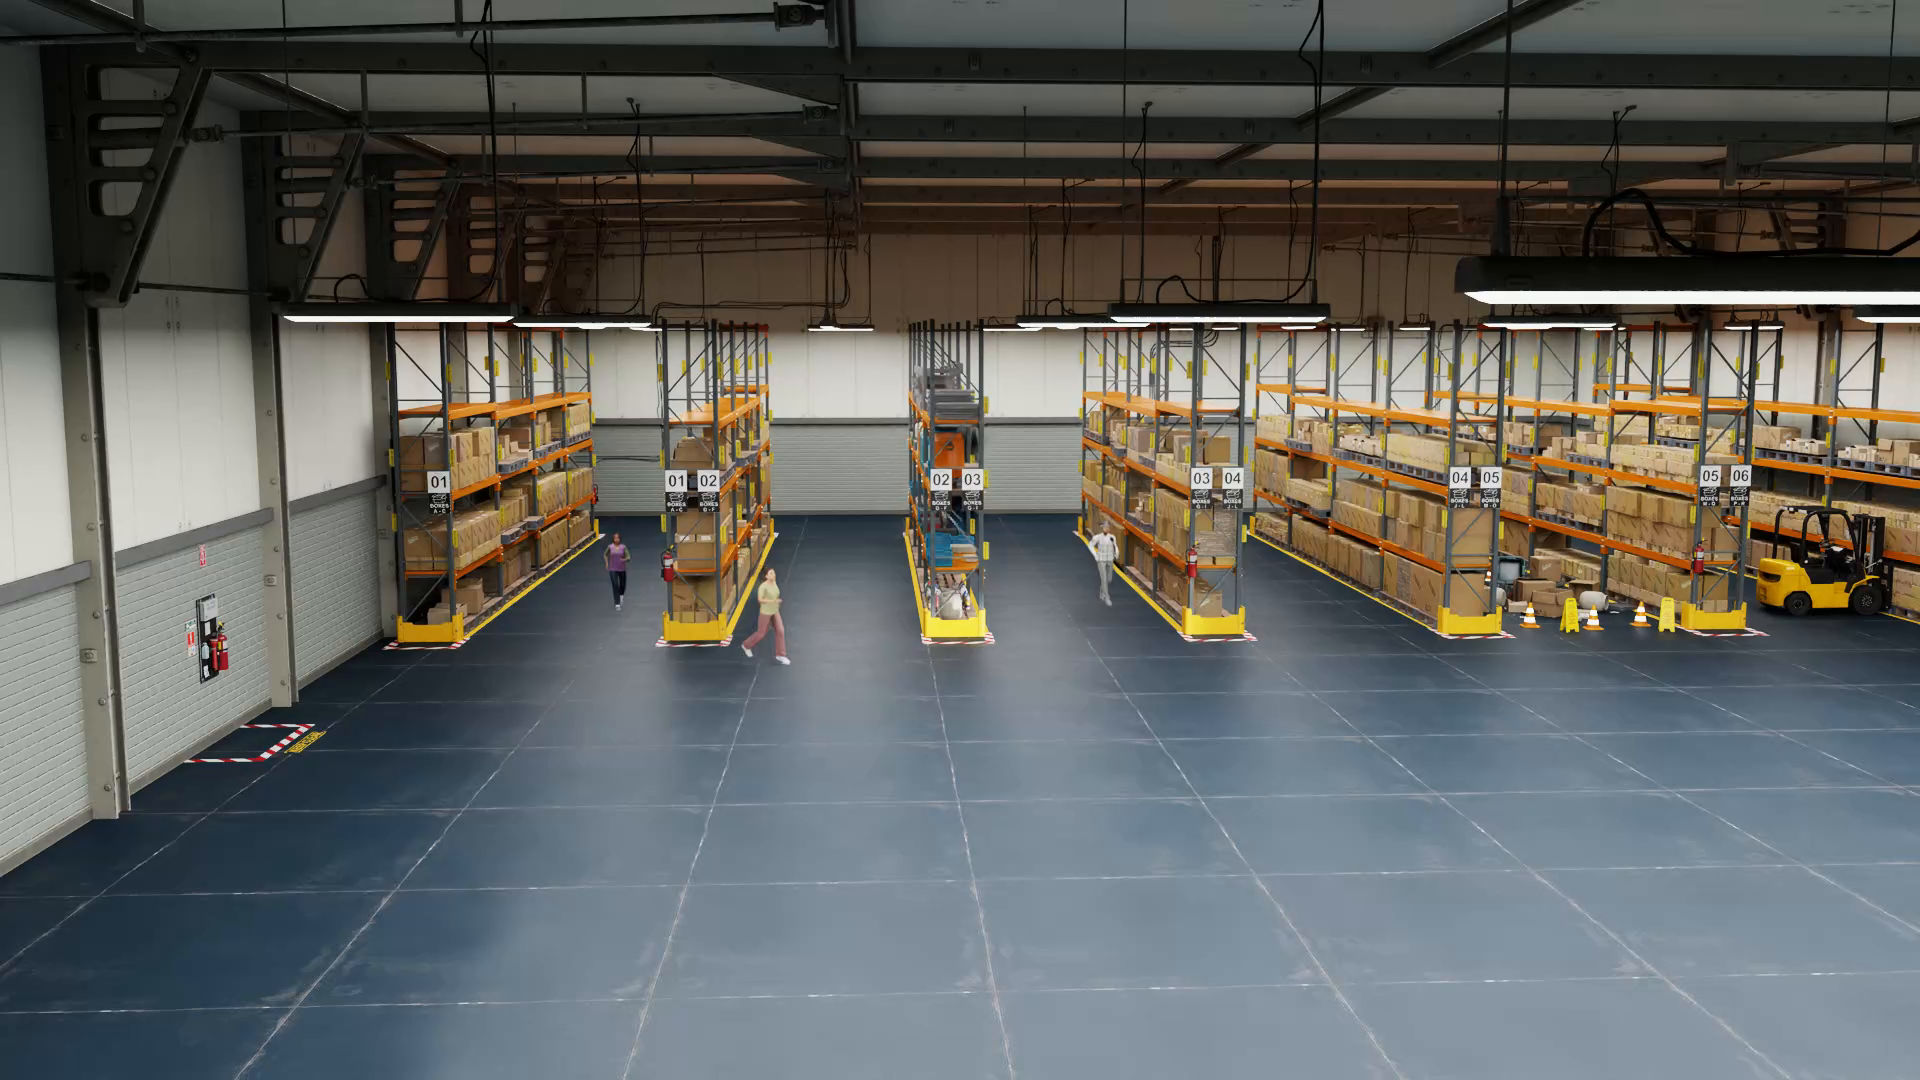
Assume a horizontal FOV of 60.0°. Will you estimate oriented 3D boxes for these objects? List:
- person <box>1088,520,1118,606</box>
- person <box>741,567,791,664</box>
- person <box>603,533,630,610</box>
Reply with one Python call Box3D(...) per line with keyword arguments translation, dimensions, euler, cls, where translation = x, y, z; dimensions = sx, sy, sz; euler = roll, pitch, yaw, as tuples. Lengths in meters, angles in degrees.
Box3D(translation=(2.940, 0.445, 33.790), dimensions=(0.618, 1.705, 0.717), euler=(-2, 7, -15), cls="person")
Box3D(translation=(-3.382, 1.302, 29.116), dimensions=(0.971, 1.684, 0.583), euler=(5, 9, 35), cls="person")
Box3D(translation=(-7.168, 0.649, 34.780), dimensions=(0.545, 1.552, 0.857), euler=(-2, 7, -15), cls="person")
